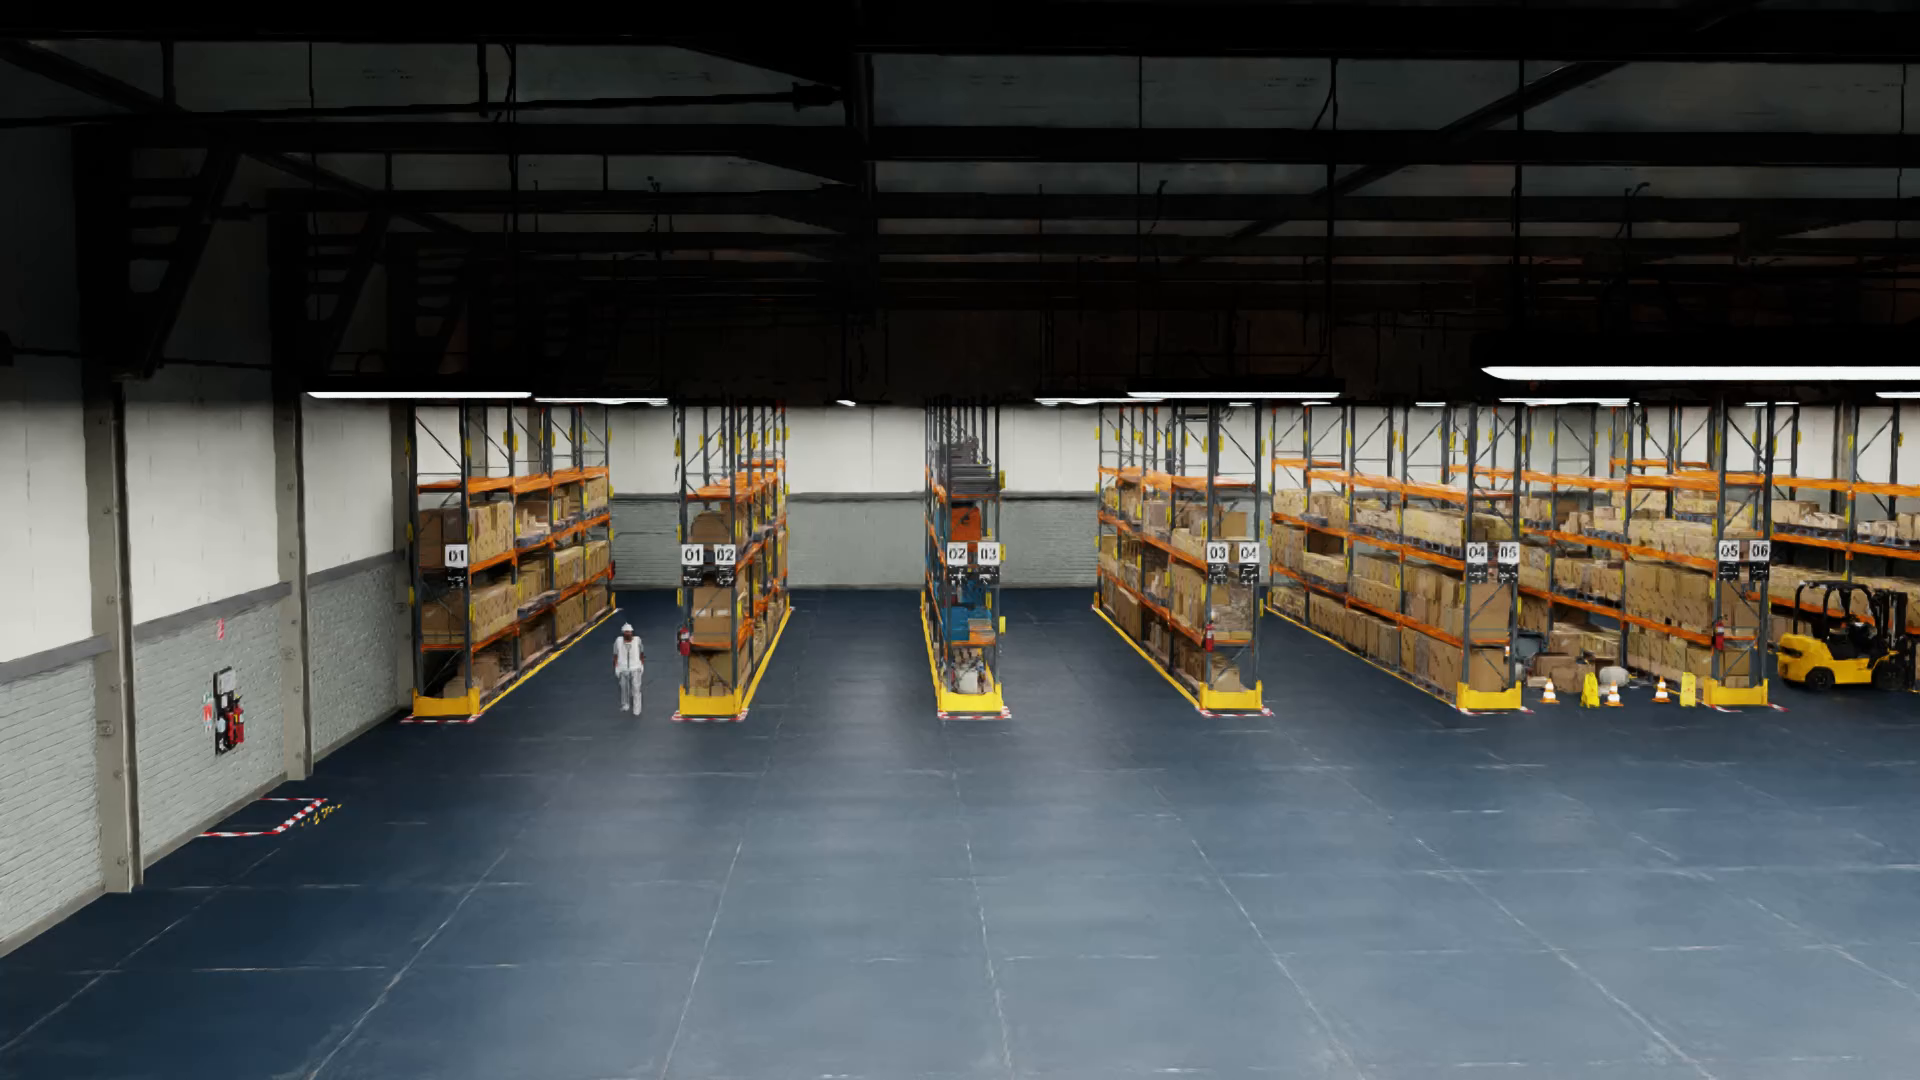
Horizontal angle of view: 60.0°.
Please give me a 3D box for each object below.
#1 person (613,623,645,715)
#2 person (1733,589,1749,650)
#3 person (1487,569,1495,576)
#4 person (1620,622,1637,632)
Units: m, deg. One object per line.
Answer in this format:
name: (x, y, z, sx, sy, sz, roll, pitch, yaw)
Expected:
person: (-6.196, 2.390, 31.089, 0.578, 1.704, 1.054, -1, 5, -8)
person: (17.506, 1.920, 37.438, 0.539, 1.664, 0.573, 2, 5, 26)
person: (13.185, 1.577, 41.455, 0.579, 1.718, 0.640, 2, 5, 19)
person: (16.272, 1.697, 40.343, 0.449, 1.671, 0.533, -3, 5, -34)
